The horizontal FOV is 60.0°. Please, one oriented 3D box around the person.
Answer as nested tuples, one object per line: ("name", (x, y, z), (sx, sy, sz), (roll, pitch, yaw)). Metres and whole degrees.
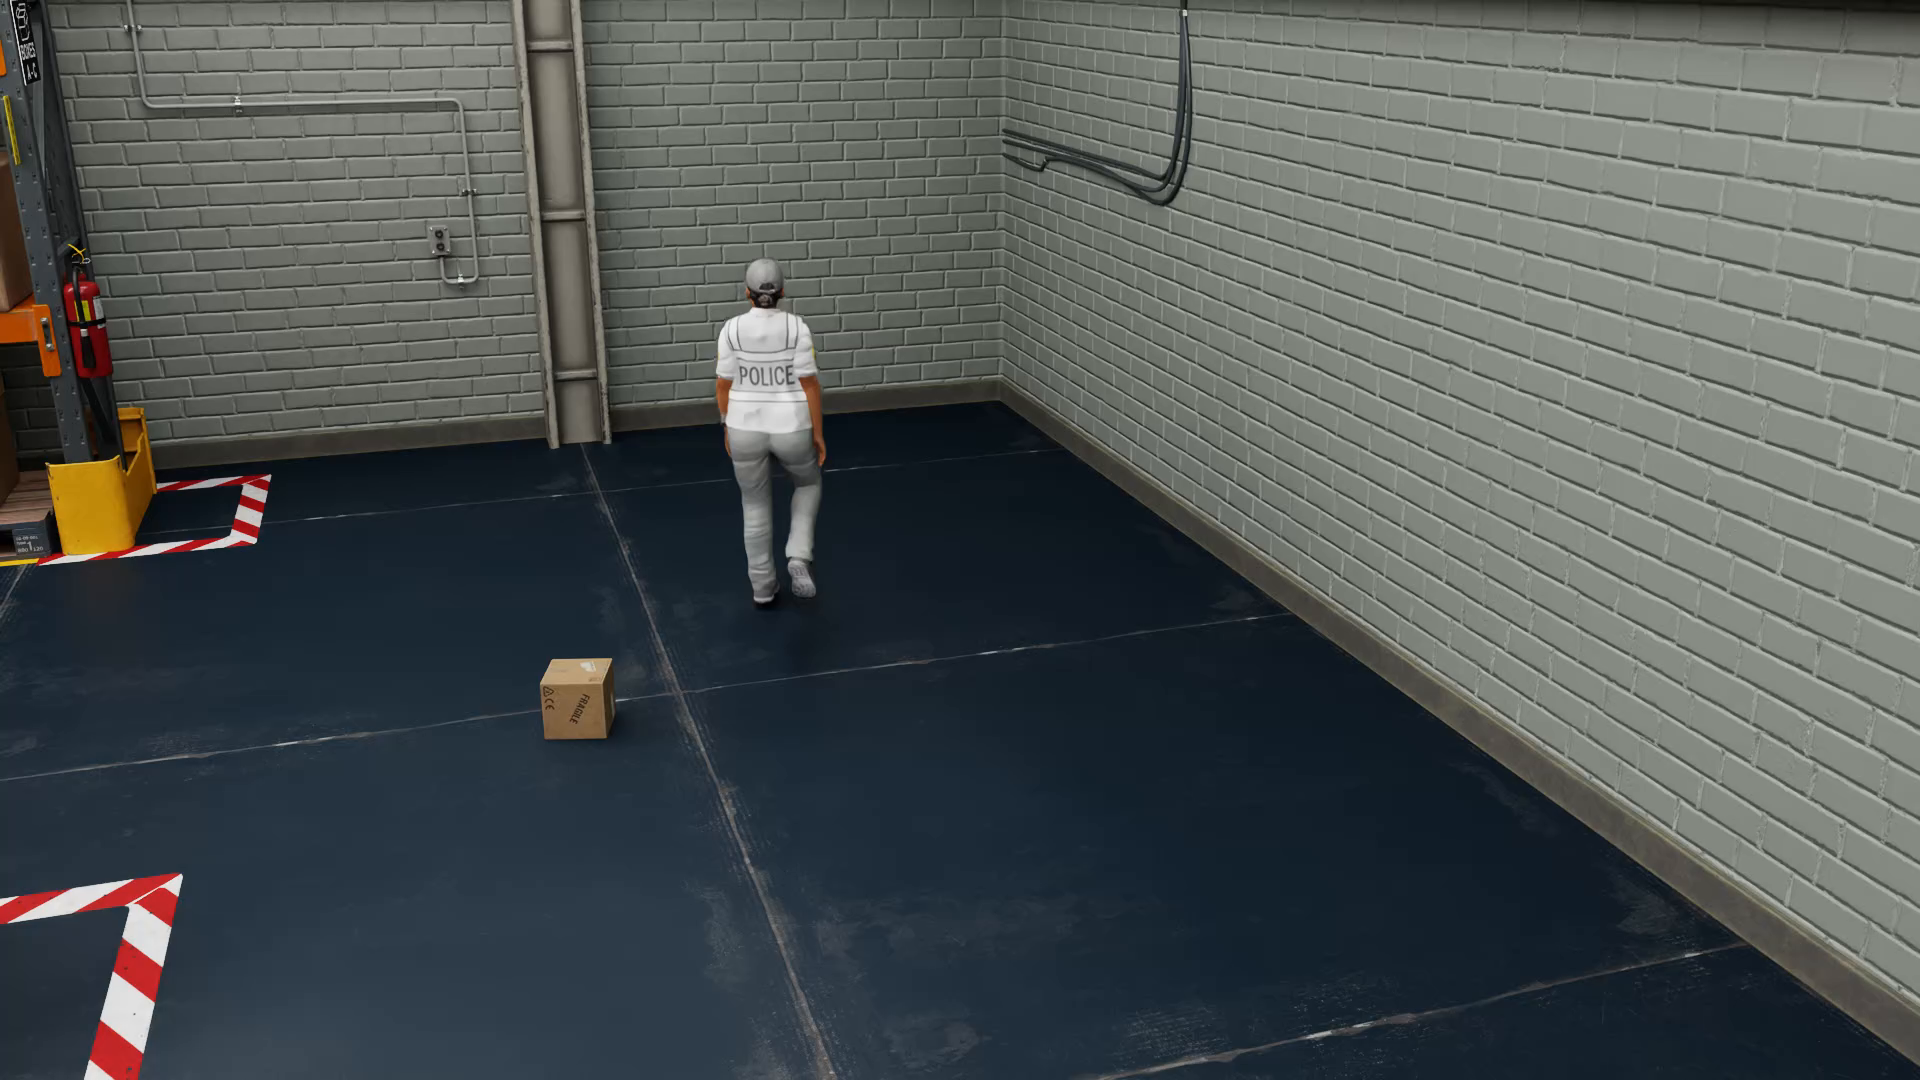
("person", (-0.899, -0.513, 7.974), (0.512, 1.681, 0.451), (-1, 19, -4))
